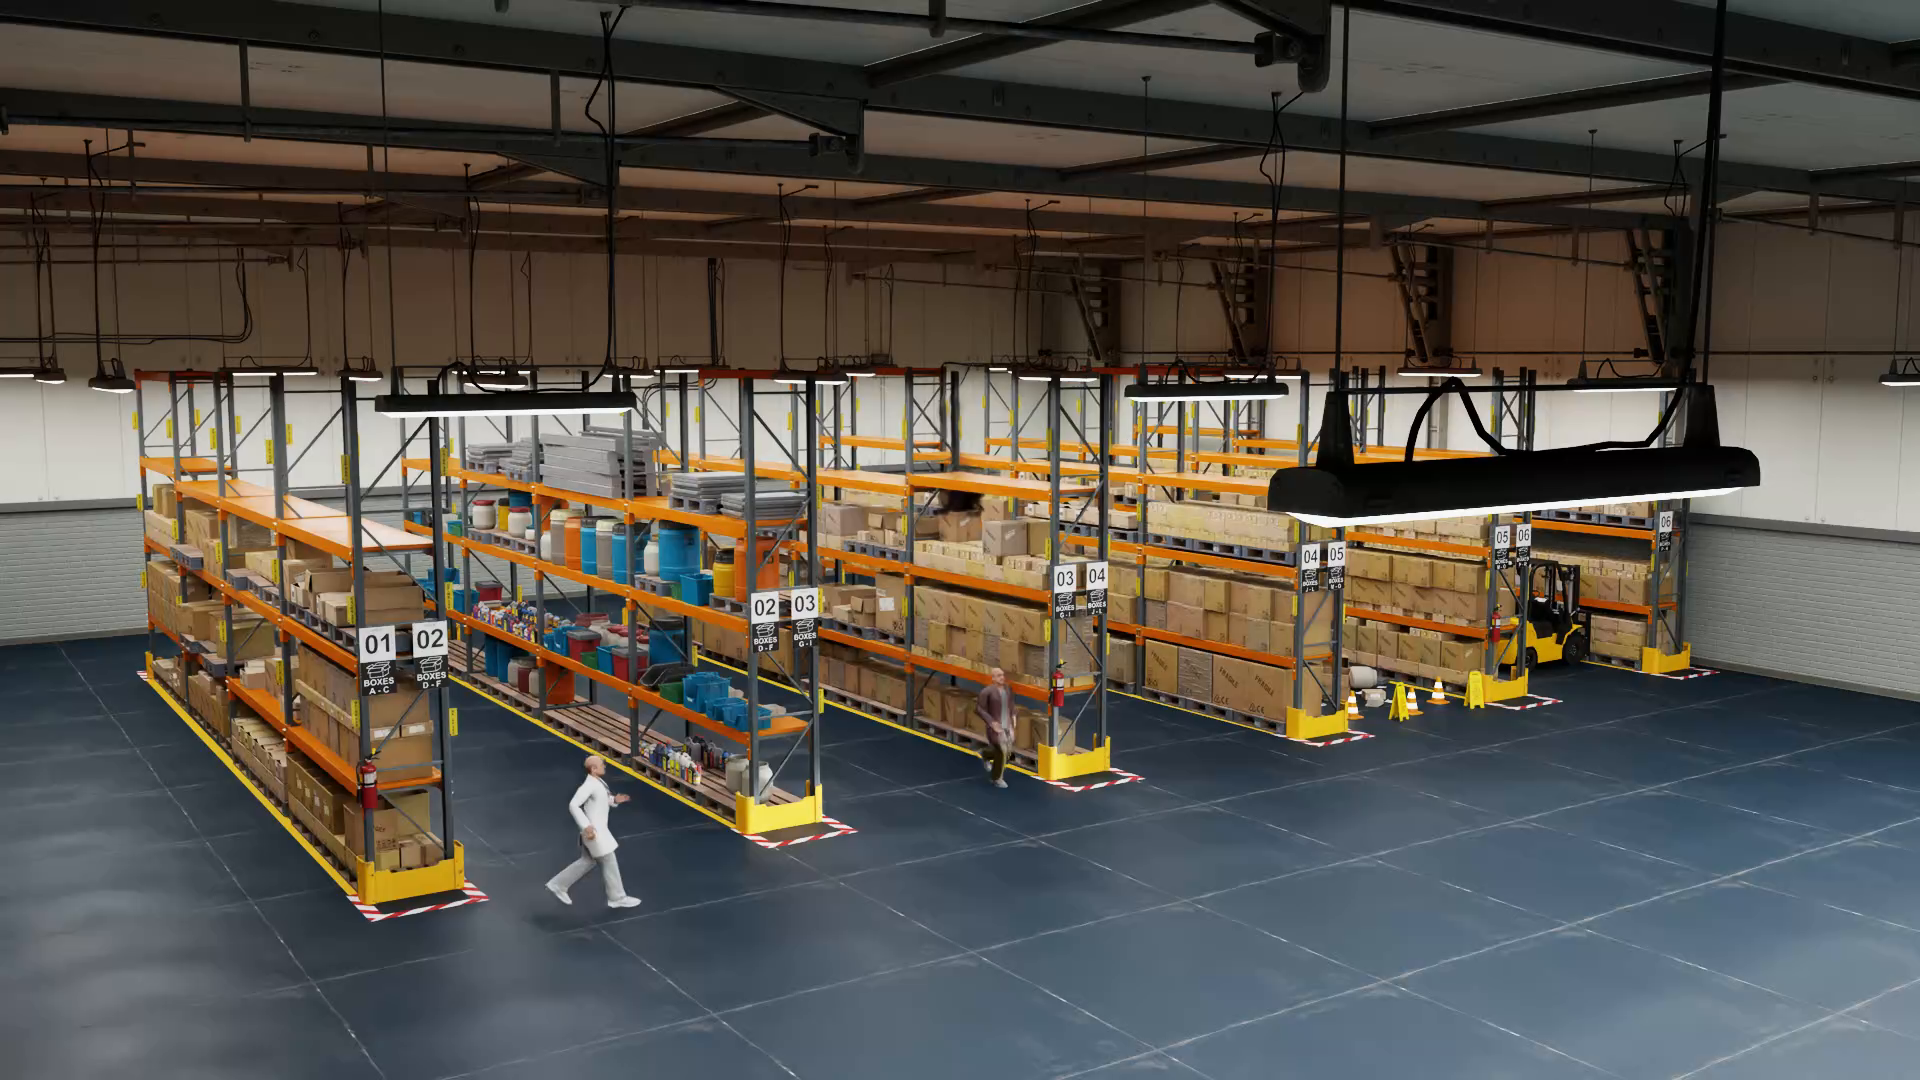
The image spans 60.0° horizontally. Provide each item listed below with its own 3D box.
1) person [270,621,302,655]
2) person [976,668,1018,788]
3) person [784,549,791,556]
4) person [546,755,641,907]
[{"bbox_3d":[-13.337,1.761,32.930,0.527,1.723,0.691,5,8,40],"label":"person"},{"bbox_3d":[0.503,2.729,24.410,0.725,1.761,0.709,-5,8,-39],"label":"person"},{"bbox_3d":[-4.228,0.930,40.615,0.601,1.661,0.750,2,7,15],"label":"person"},{"bbox_3d":[-4.162,3.401,18.808,1.051,1.559,0.703,-1,7,-13],"label":"person"}]
